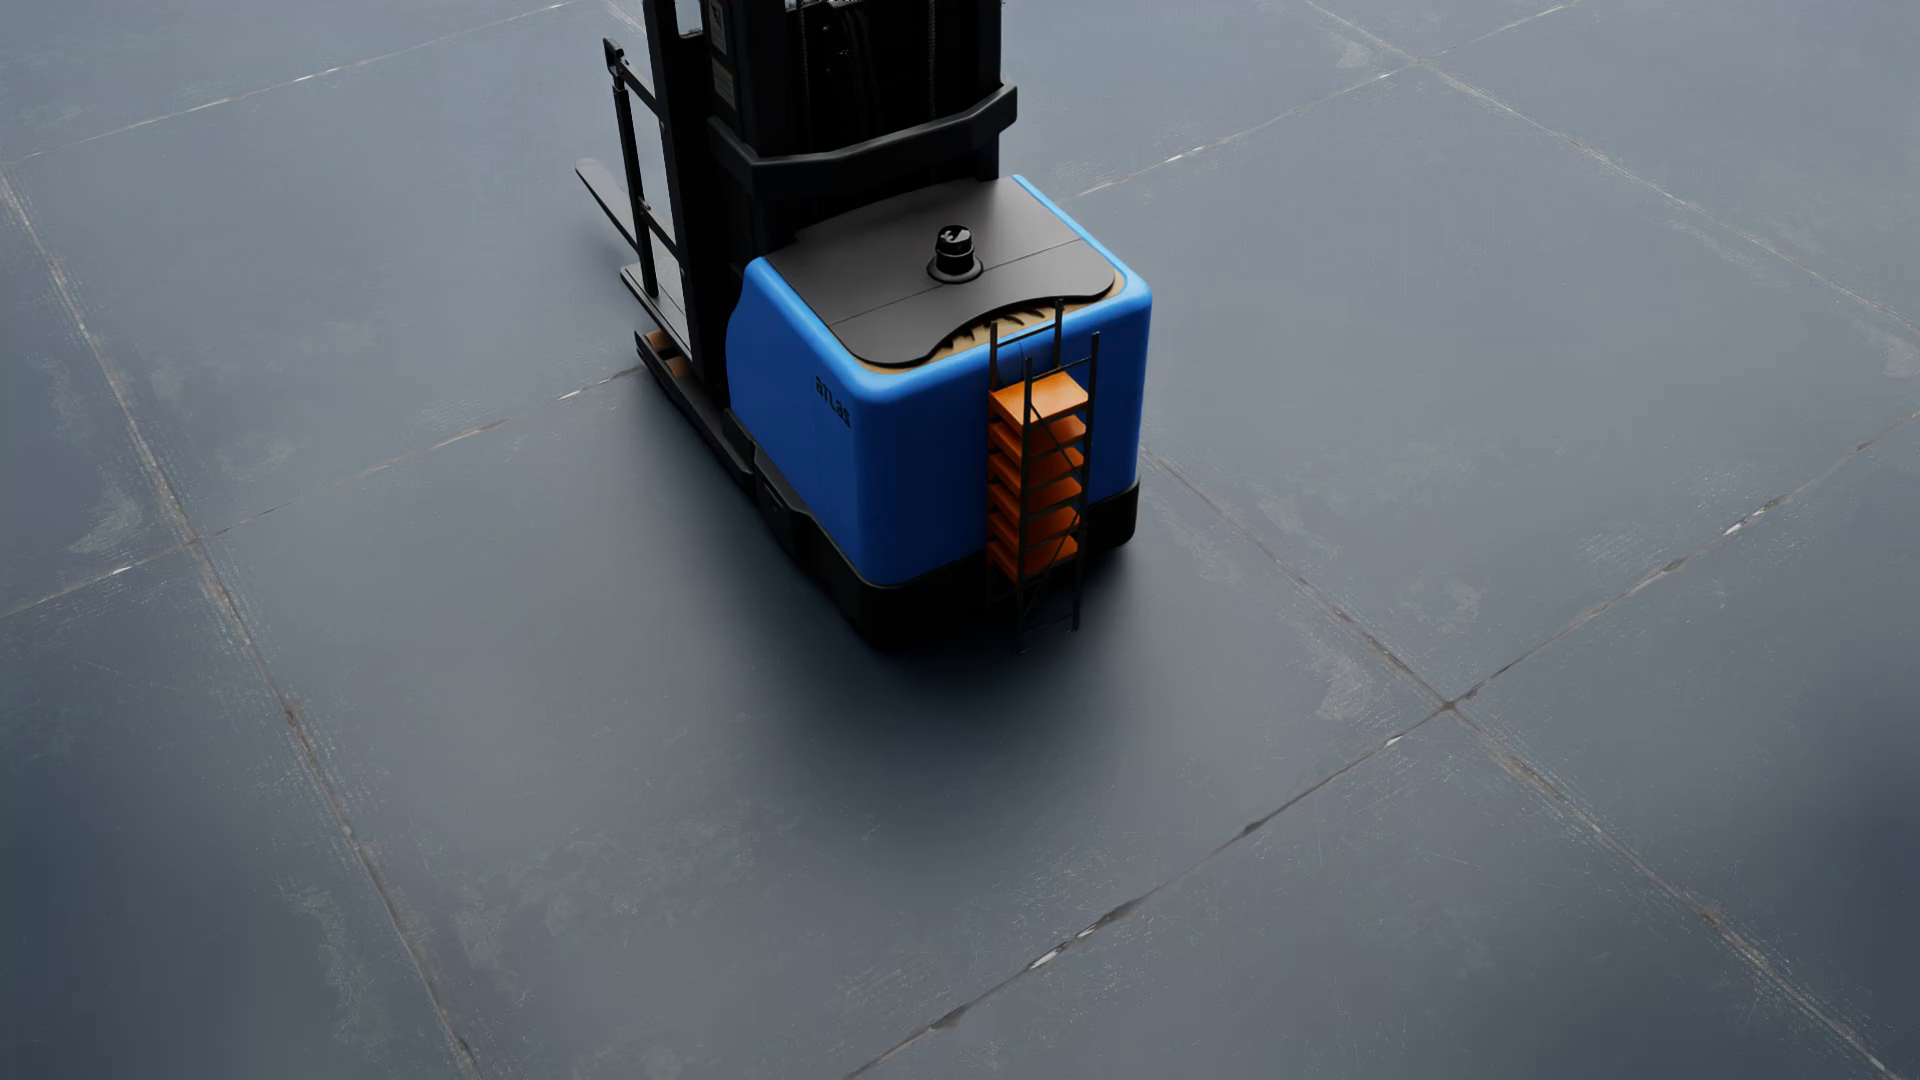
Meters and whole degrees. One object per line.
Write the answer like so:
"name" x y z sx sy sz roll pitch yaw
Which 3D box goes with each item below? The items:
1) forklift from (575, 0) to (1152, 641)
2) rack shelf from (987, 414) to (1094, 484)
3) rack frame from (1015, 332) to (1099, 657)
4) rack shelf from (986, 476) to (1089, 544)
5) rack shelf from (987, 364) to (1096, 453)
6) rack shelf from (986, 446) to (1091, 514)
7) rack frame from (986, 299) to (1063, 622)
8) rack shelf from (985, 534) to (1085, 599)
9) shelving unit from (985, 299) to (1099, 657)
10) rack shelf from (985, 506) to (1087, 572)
"forklift" -0.588 -1.740 5.450 1.130 2.935 3.031 -22 48 -22
"rack shelf" 0.236 -0.297 4.909 0.258 0.103 0.180 -22 48 -22
"rack frame" 0.282 -0.101 4.987 0.240 1.200 0.006 -22 48 -22
"rack shelf" 0.236 -0.123 5.074 0.258 0.103 0.180 -22 48 -22
"rack shelf" 0.236 -0.383 4.826 0.258 0.103 0.180 -22 48 -22
"rack shelf" 0.236 -0.210 4.991 0.258 0.103 0.180 -22 48 -22
"rack frame" 0.189 -0.209 5.100 0.240 1.200 0.006 -22 48 -22
"rack shelf" 0.236 0.051 5.240 0.258 0.103 0.180 -22 48 -22
"shelving unit" 0.236 -0.155 5.044 0.258 1.200 0.189 -22 48 -22
"rack shelf" 0.236 -0.036 5.157 0.258 0.103 0.180 -22 48 -22
